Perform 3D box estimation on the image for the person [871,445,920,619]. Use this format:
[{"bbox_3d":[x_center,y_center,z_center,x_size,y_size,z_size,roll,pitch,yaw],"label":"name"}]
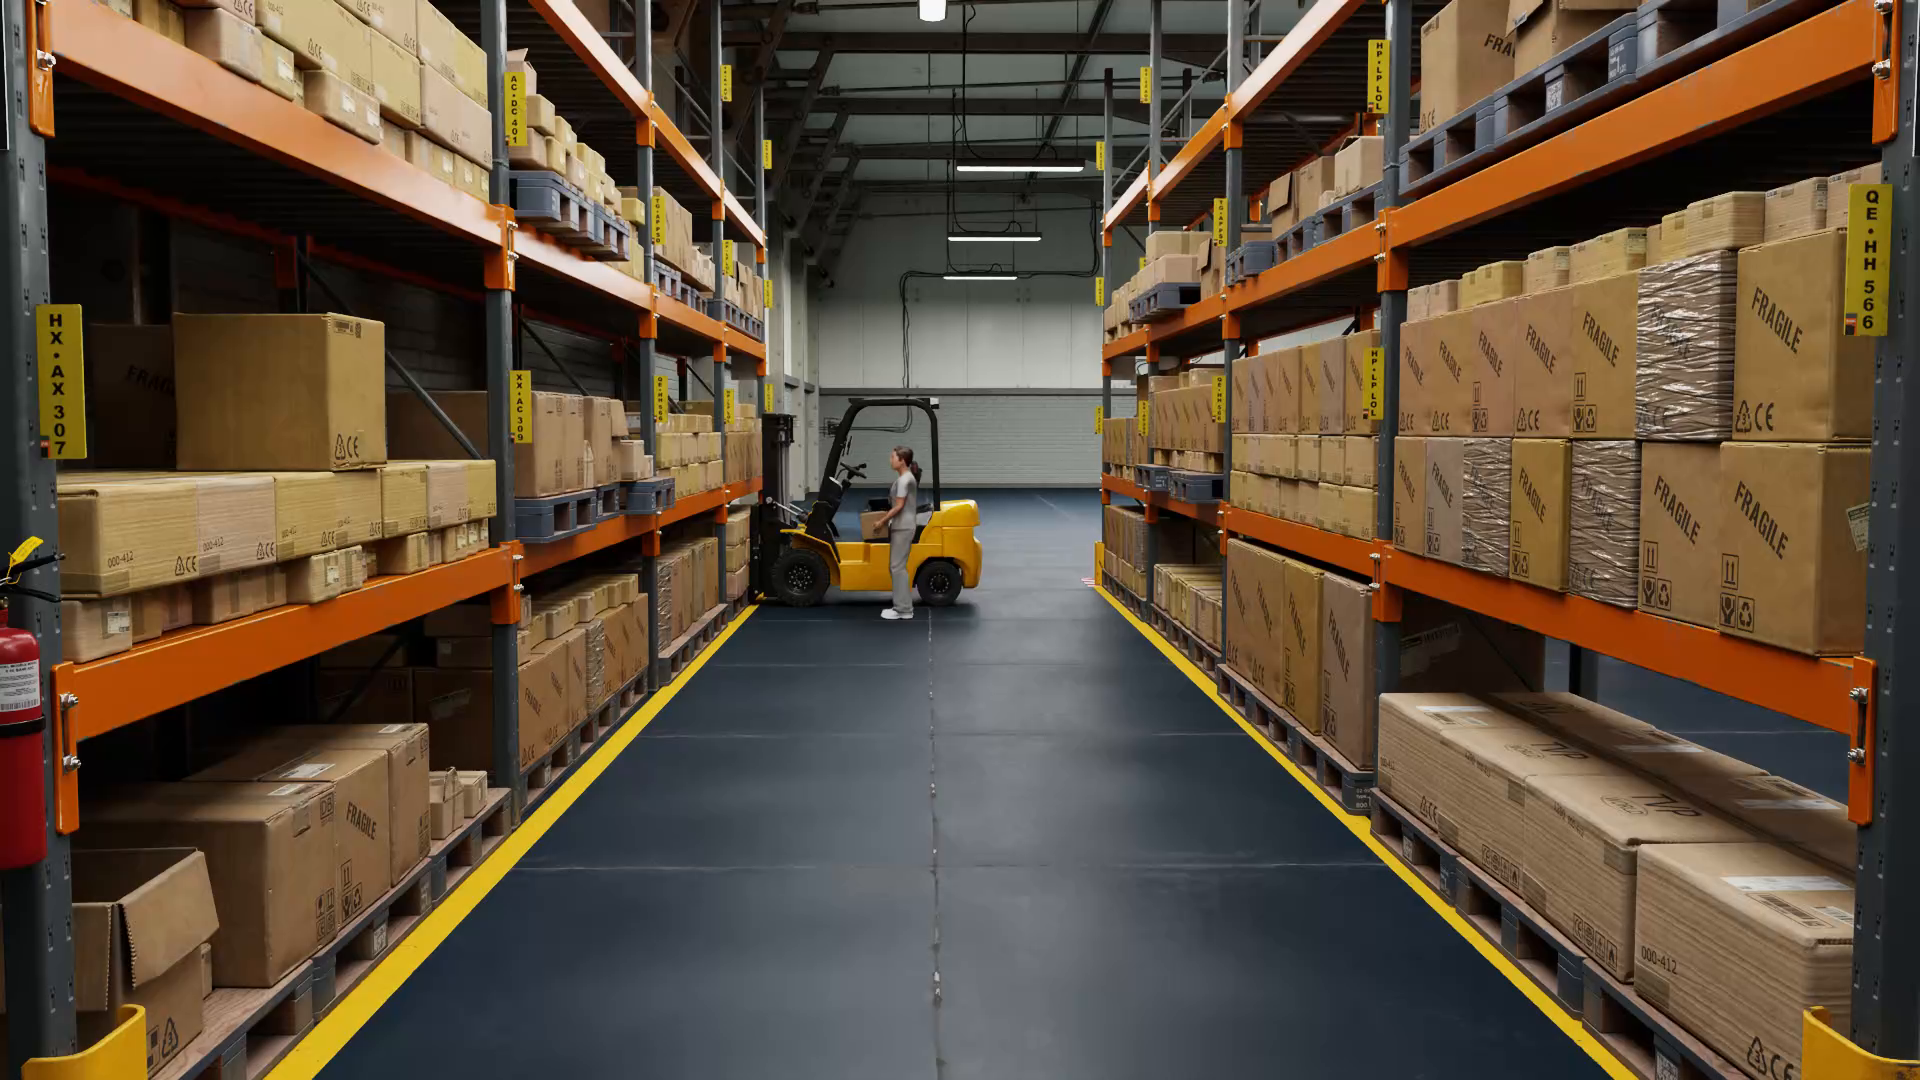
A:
[{"bbox_3d":[-0.622,-0.079,16.117,0.475,1.675,0.464,0,4,-2],"label":"person"}]
